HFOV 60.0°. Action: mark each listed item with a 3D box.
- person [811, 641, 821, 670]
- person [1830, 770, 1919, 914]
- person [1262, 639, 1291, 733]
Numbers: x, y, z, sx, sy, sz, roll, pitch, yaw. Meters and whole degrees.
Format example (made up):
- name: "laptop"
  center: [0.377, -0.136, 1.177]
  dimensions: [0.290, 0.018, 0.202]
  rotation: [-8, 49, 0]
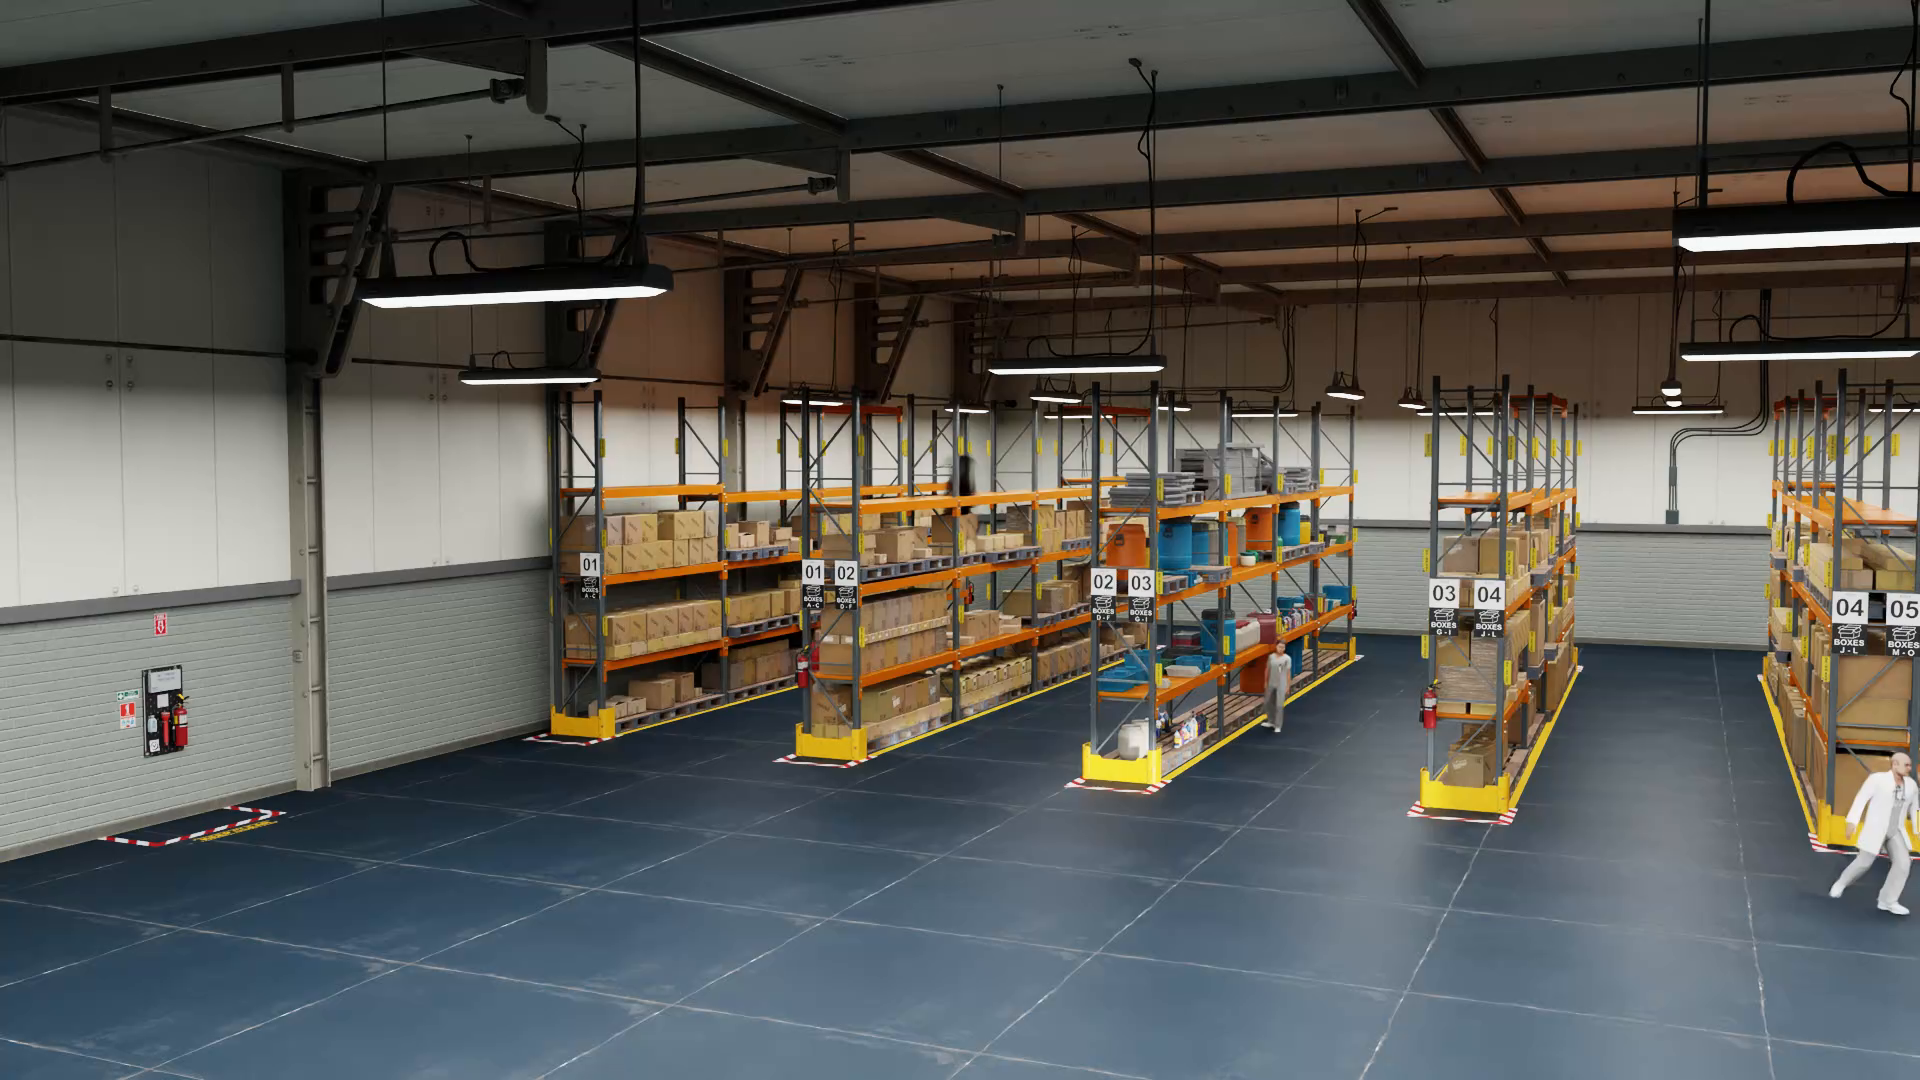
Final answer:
- name: "person"
  center: [-2.521, 2.608, 30.133]
  dimensions: [0.613, 1.552, 0.613]
  rotation: [0, 3, 9]
- name: "person"
  center: [9.991, 3.235, 18.099]
  dimensions: [0.763, 1.522, 0.826]
  rotation: [0, 3, -8]
- name: "person"
  center: [5.576, 2.553, 29.309]
  dimensions: [0.572, 1.652, 0.473]
  rotation: [2, 4, 32]
